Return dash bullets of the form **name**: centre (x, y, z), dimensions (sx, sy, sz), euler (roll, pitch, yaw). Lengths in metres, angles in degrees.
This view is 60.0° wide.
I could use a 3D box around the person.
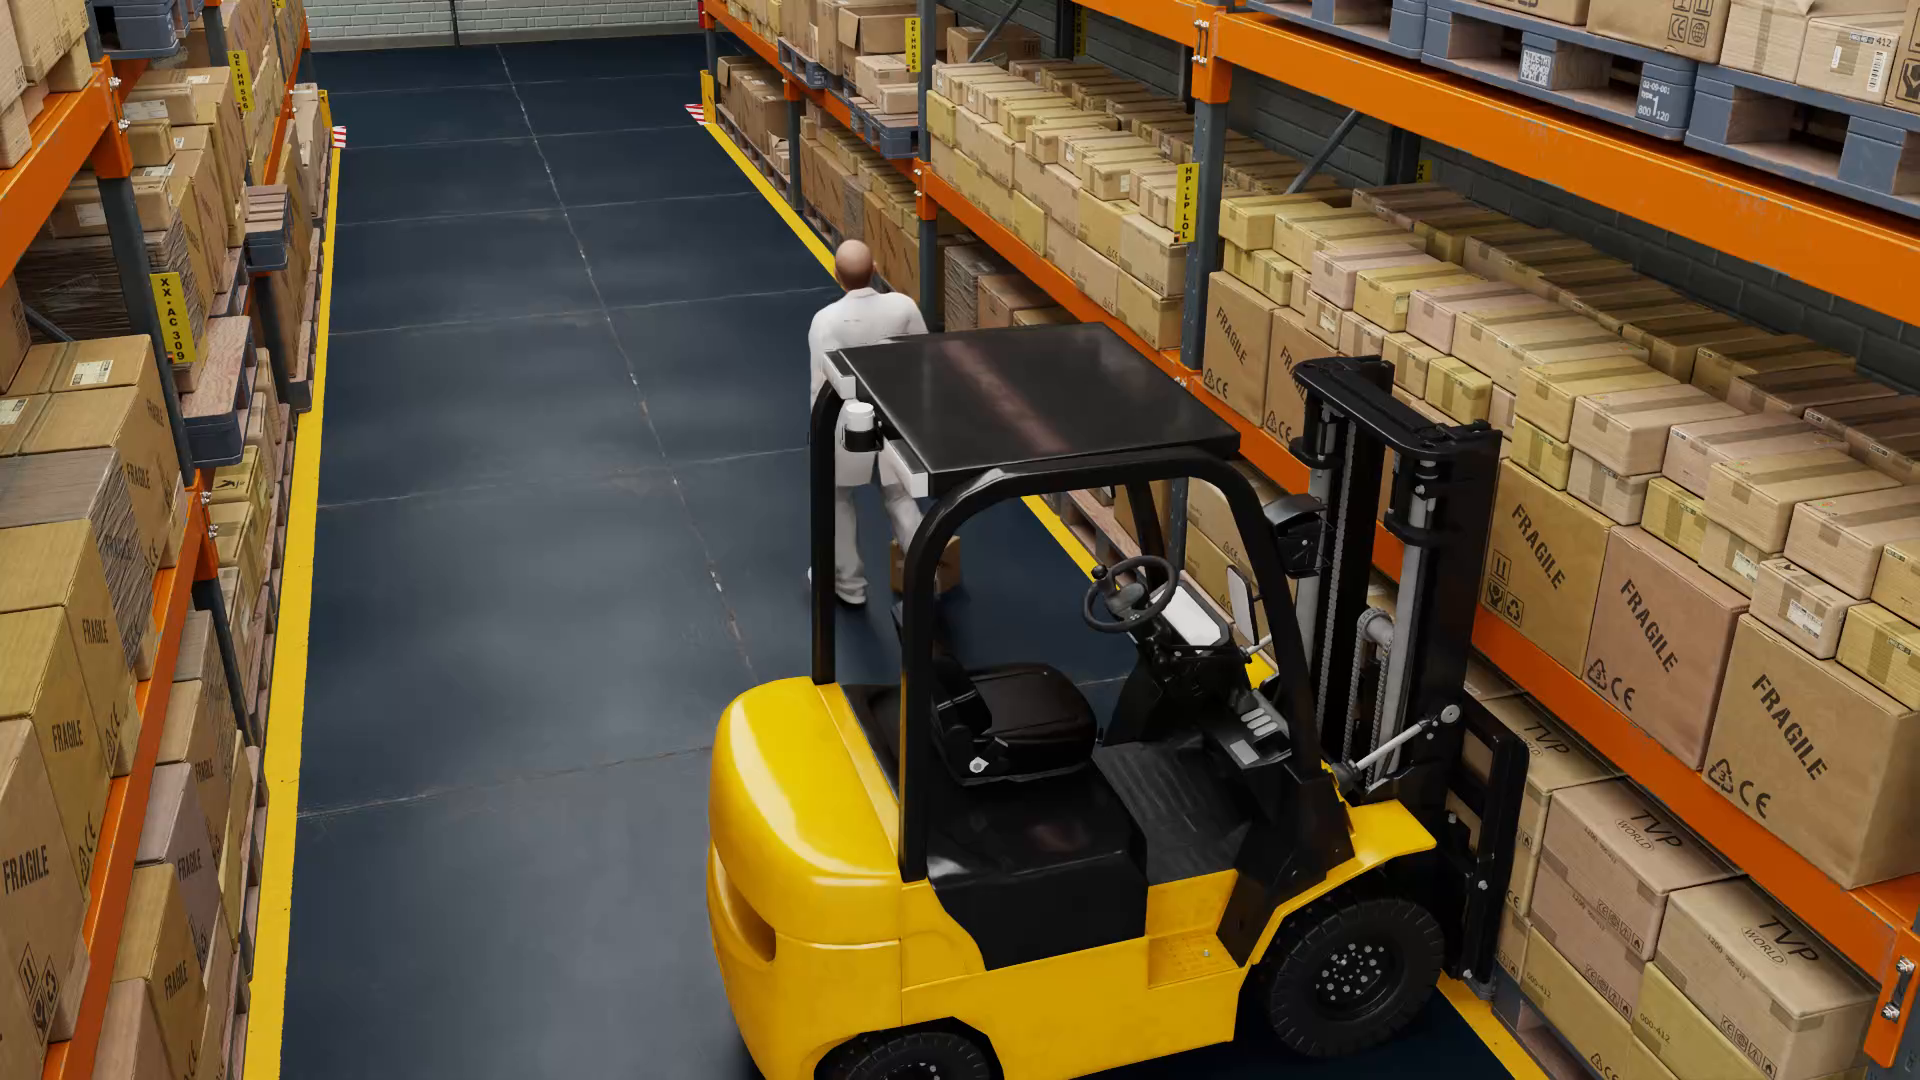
- **person**: centre (-0.368, -0.480, 7.593), dimensions (0.652, 1.751, 0.771), euler (-11, 28, -22)
